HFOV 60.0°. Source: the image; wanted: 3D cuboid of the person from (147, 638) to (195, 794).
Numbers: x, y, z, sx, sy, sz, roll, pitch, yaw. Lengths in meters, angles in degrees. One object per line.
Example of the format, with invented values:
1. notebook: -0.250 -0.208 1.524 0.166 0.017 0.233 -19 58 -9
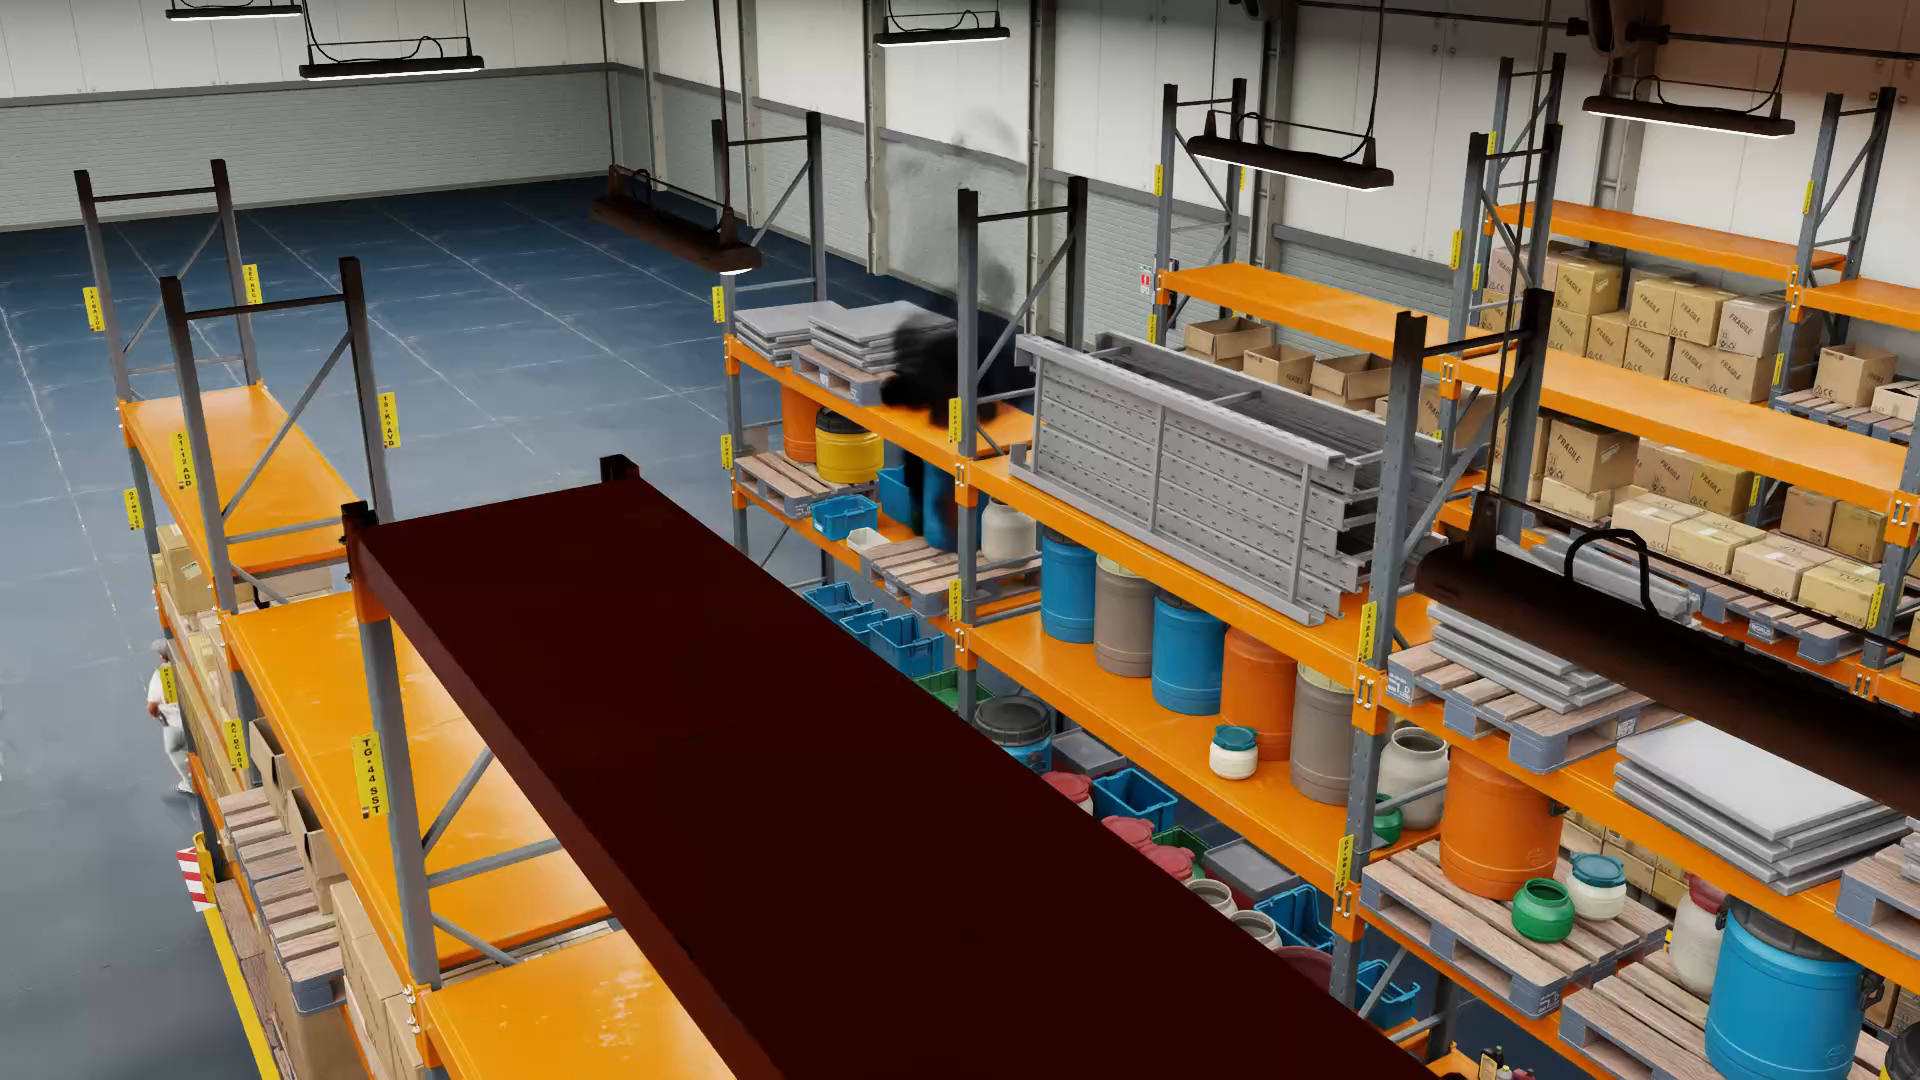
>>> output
1. person: -7.089 1.618 15.240 0.529 1.617 0.690 12 25 27
